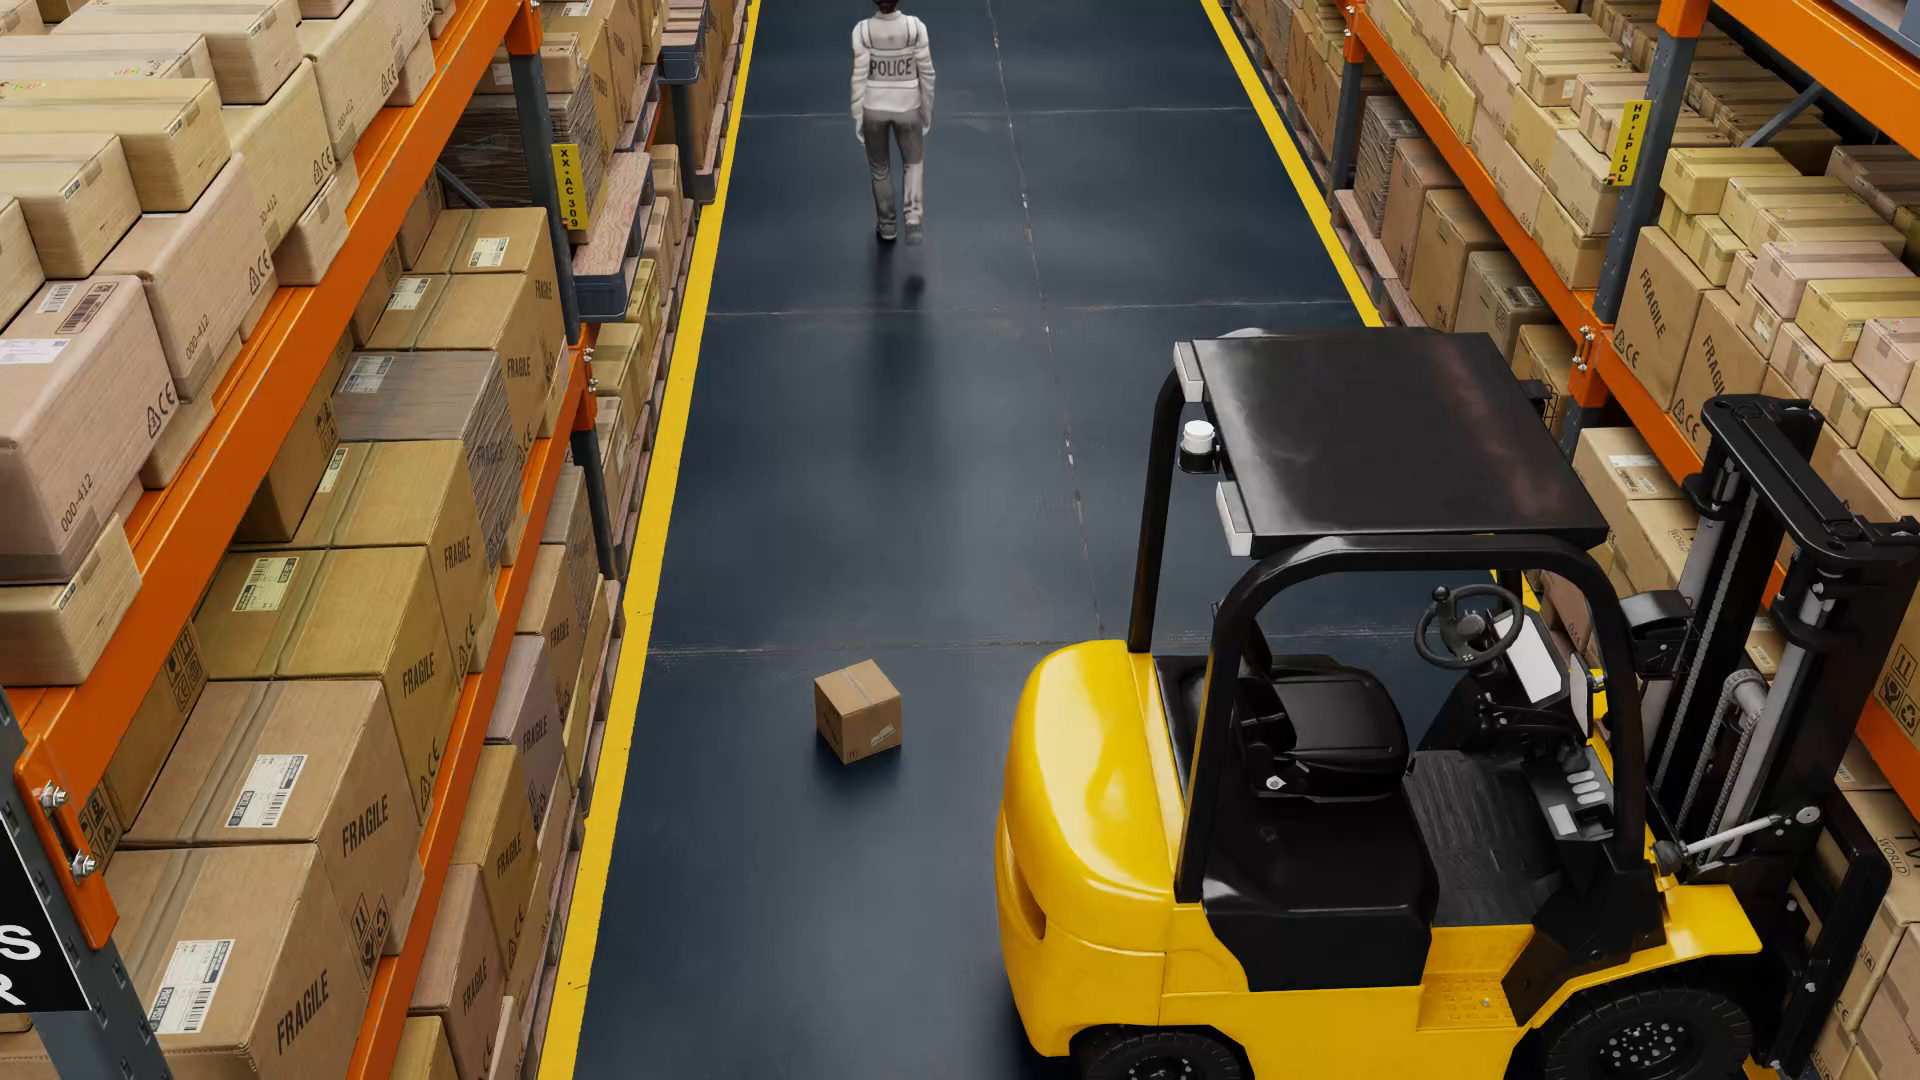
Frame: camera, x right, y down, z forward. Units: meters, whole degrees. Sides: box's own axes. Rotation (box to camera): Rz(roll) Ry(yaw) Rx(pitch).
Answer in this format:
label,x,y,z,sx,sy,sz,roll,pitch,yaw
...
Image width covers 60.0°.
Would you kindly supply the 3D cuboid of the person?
label,x,y,z,sx,sy,sz,roll,pitch,yaw
person,-0.380,-2.461,9.552,0.485,1.669,0.679,-3,36,-4
